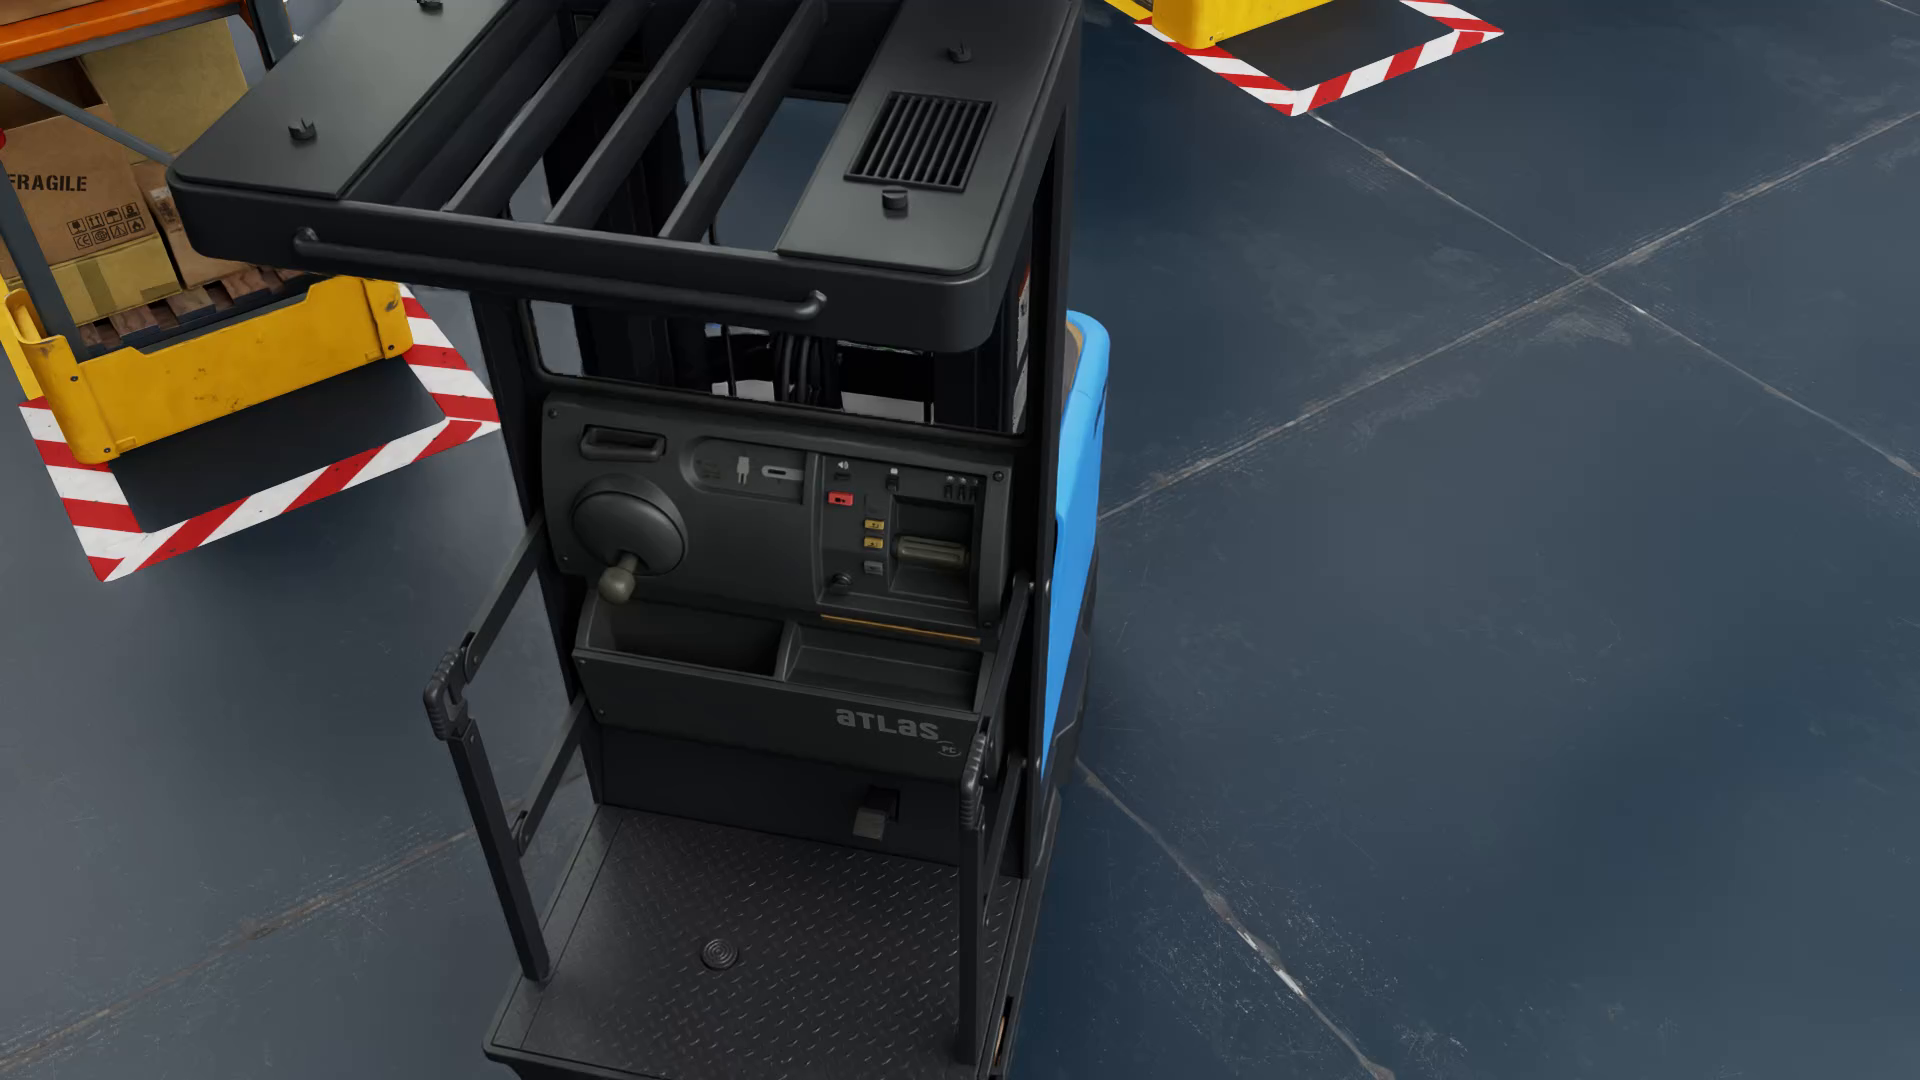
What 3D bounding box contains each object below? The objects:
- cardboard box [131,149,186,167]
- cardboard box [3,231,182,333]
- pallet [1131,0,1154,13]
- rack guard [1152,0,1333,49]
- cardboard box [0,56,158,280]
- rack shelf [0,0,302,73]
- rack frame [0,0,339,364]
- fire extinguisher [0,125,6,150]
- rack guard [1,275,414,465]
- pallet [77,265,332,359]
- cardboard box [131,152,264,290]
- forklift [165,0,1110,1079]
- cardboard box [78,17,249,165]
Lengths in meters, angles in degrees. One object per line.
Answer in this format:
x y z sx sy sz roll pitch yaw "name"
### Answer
-2.948 -1.488 6.324 0.500 0.250 0.500 -26 49 -24 "cardboard box"
-3.084 -1.002 5.814 0.500 0.250 0.500 -26 49 -24 "cardboard box"
0.988 -3.090 8.334 1.003 0.211 1.213 -26 49 -24 "pallet"
1.448 -2.732 7.750 1.175 0.500 0.348 -26 49 -24 "rack guard"
-3.086 -1.272 5.555 0.500 0.500 0.500 -26 49 -24 "cardboard box"
-3.679 -2.530 6.249 1.077 0.370 4.000 -26 49 -24 "rack shelf"
-2.535 -1.658 4.814 1.000 3.000 0.127 -26 49 -24 "rack frame"
-2.848 -1.379 4.578 0.296 0.674 0.183 -26 49 -24 "fire extinguisher"
-2.521 -0.740 5.663 1.175 0.500 0.348 -26 49 -24 "rack guard"
-3.007 -1.066 6.213 1.003 0.211 1.213 -26 49 -24 "pallet"
-2.659 -1.207 6.029 0.500 0.250 0.500 -26 49 -24 "cardboard box"
-0.407 0.054 3.071 1.130 2.935 3.031 8 44 9 "forklift"
-2.947 -1.760 6.066 0.500 0.500 0.500 -26 49 -24 "cardboard box"
